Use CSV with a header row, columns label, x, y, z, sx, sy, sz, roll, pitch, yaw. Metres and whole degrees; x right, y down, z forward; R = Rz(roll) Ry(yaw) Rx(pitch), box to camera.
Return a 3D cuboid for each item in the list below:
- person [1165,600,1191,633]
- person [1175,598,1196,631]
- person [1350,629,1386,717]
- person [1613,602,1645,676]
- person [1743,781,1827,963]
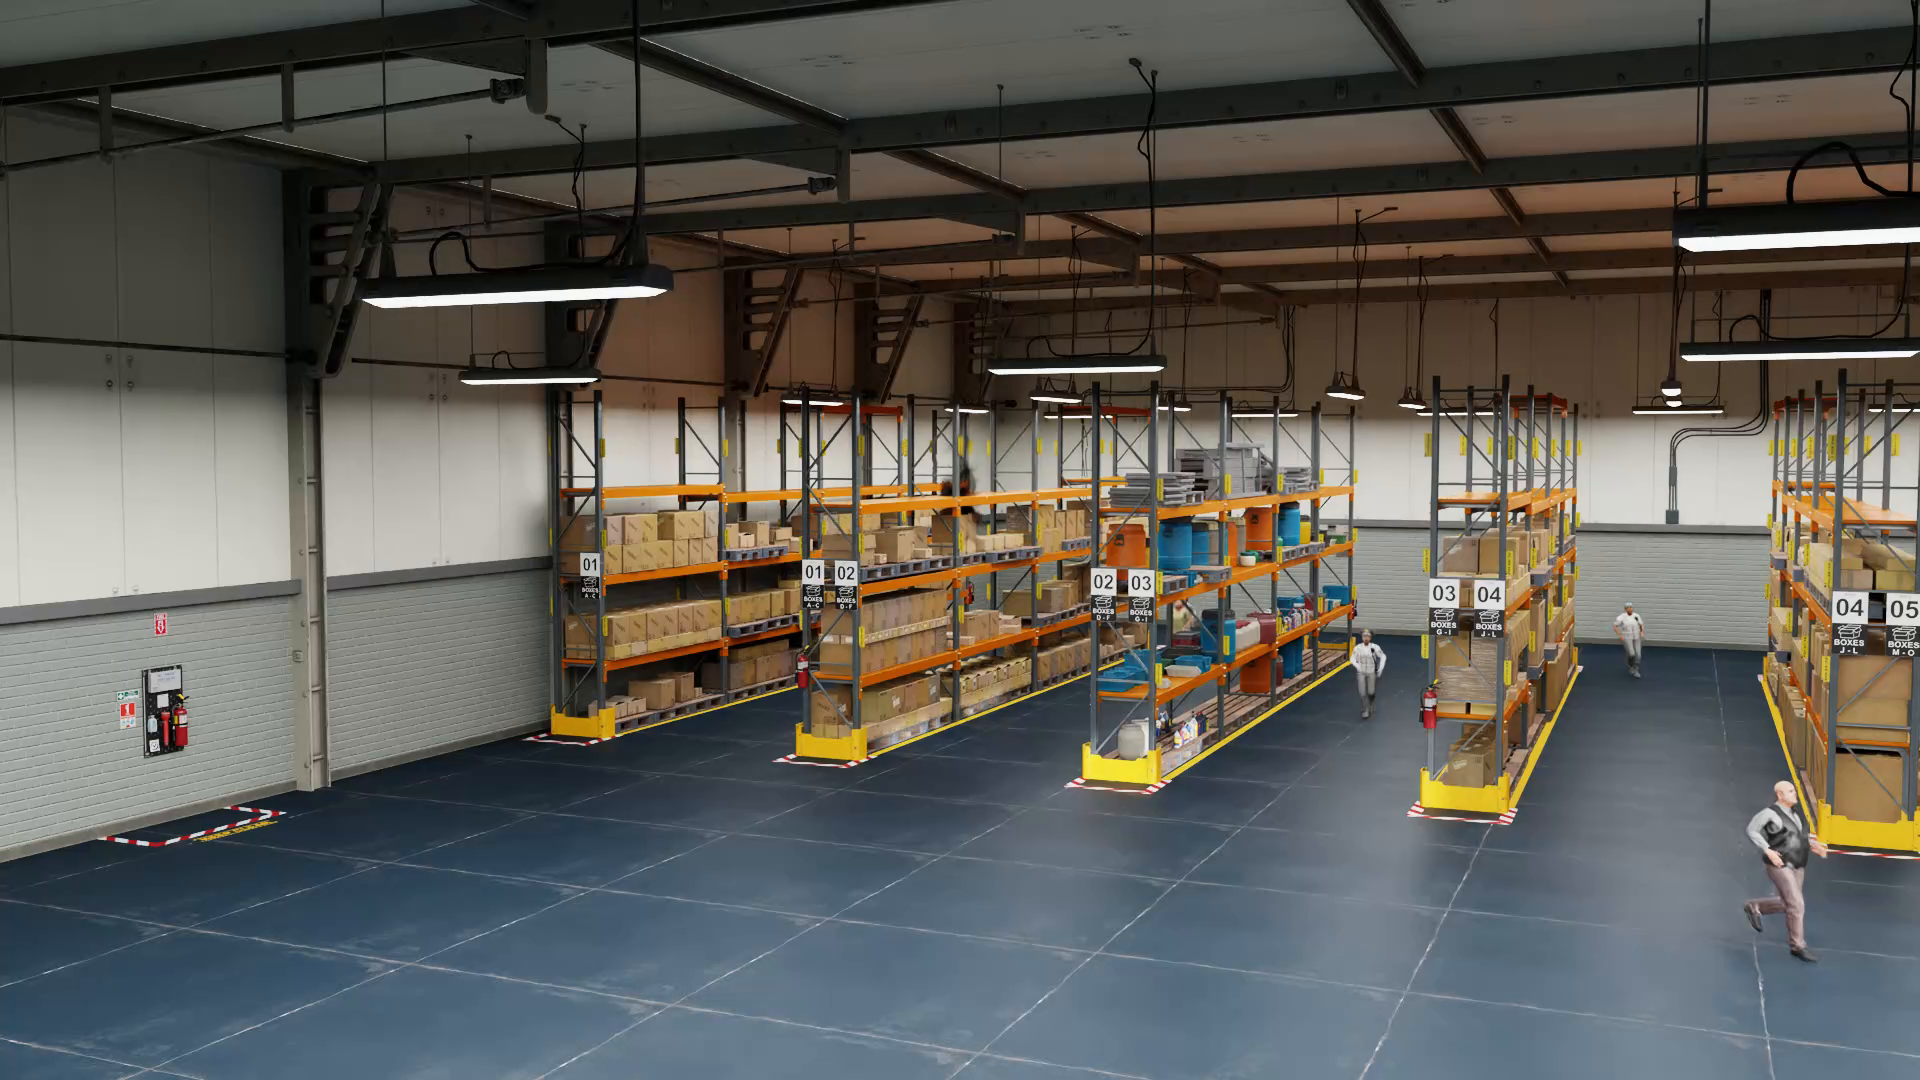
label,x,y,z,sx,sy,sz,roll,pitch,yaw
person,4.938,2.118,37.667,0.582,1.629,0.561,1,3,10
person,5.261,2.065,39.008,0.534,1.590,0.817,1,3,14
person,7.547,2.468,30.802,0.645,1.651,0.539,1,3,18
person,14.695,2.189,36.408,0.625,1.611,0.525,0,3,1
person,8.152,3.246,16.509,0.662,1.721,0.880,-2,4,-30
